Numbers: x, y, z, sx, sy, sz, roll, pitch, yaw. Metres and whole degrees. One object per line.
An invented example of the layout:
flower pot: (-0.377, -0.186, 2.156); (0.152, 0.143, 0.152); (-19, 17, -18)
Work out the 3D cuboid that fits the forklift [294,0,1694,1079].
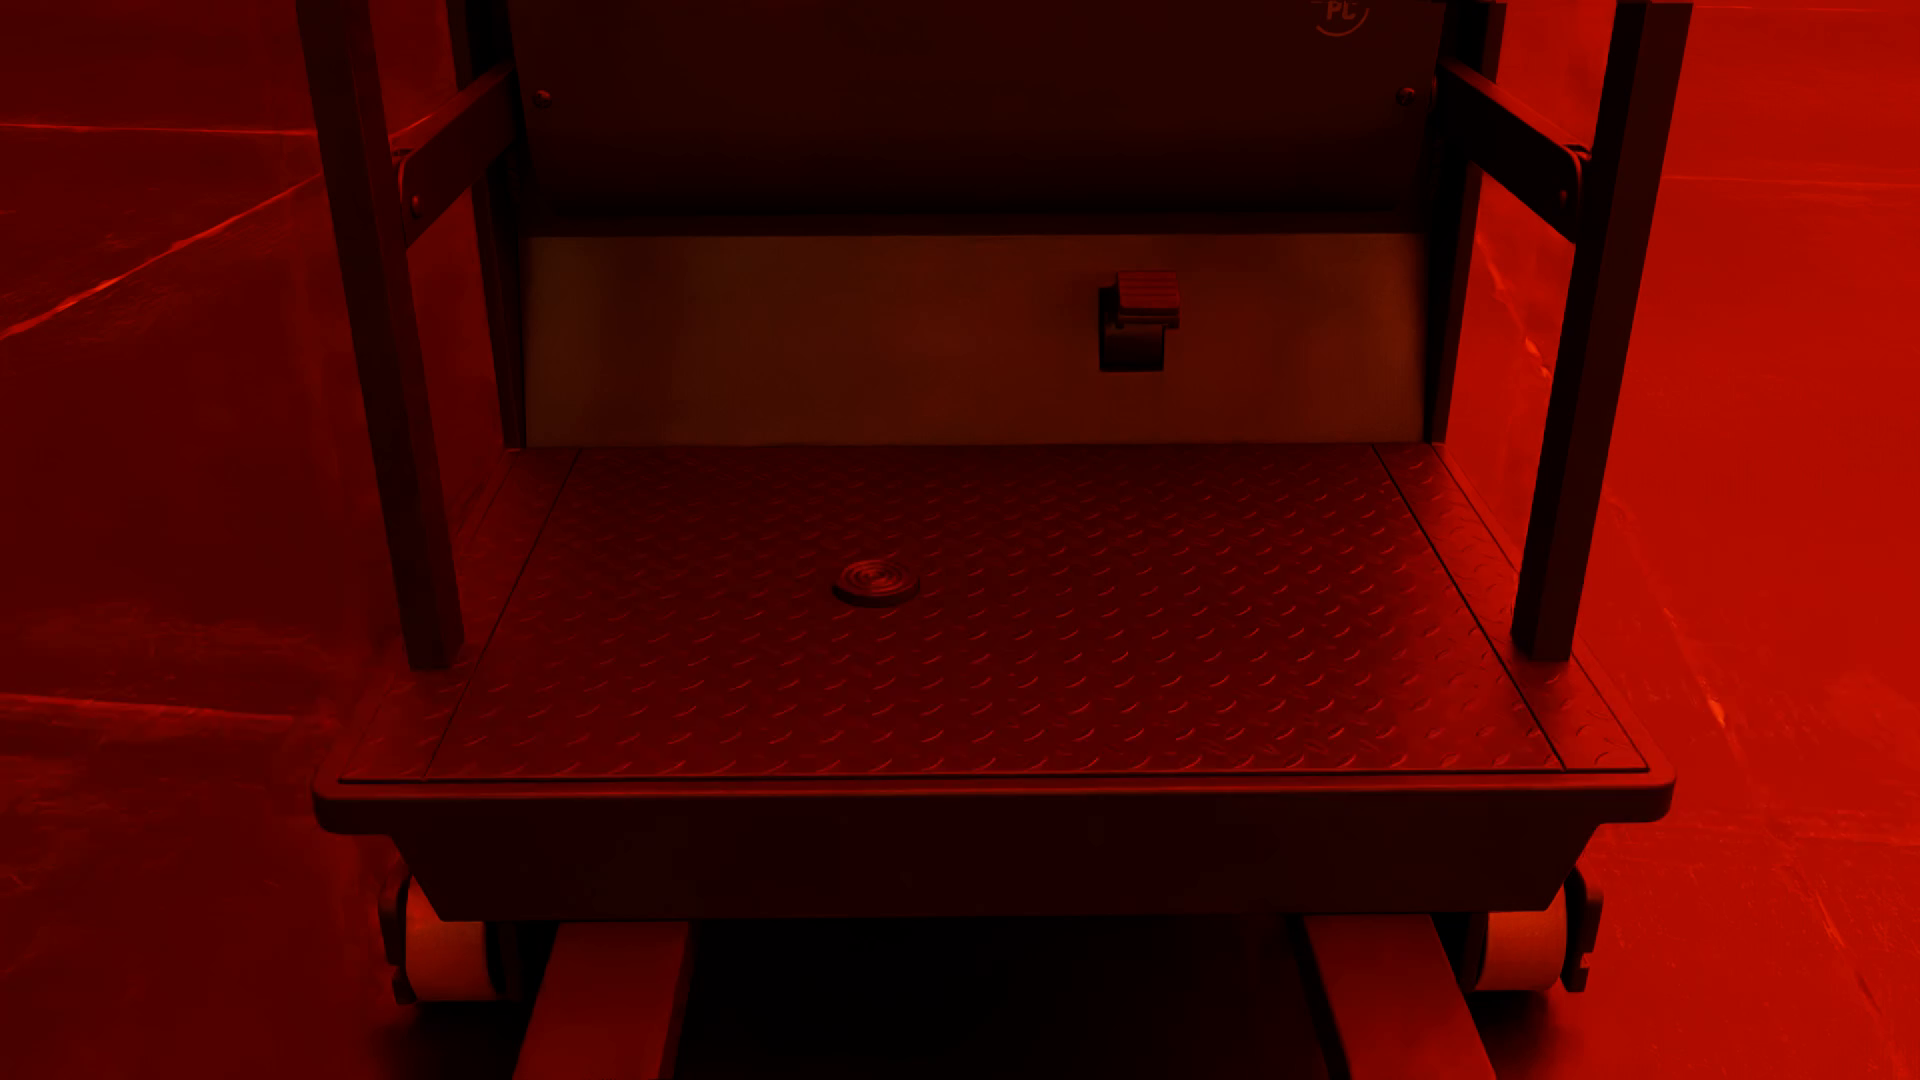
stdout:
forklift: (0.023, -1.007, 1.236); (1.130, 2.935, 3.031); (0, 27, -1)
